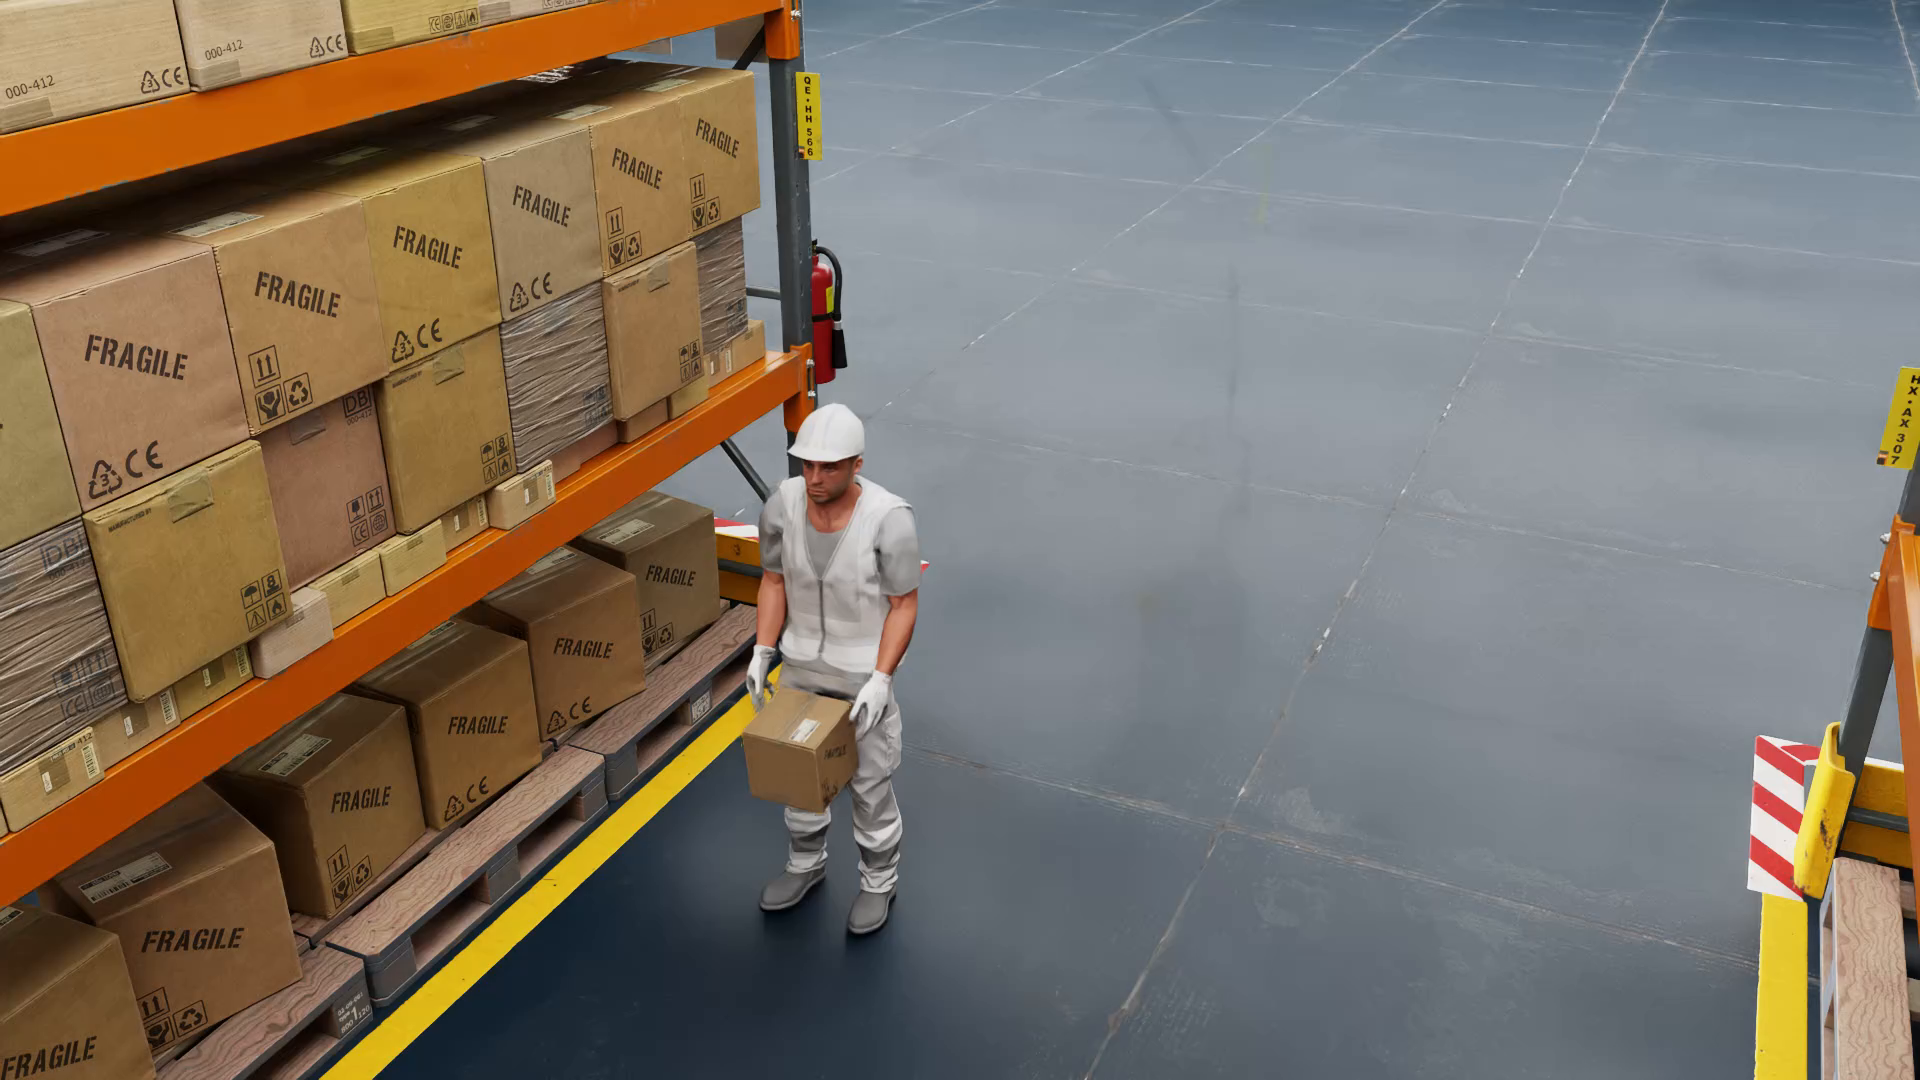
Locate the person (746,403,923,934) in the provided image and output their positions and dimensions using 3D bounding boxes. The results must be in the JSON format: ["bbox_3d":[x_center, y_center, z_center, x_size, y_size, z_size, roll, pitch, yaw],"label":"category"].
[{"bbox_3d":[-0.389,0.414,5.231,0.537,1.790,0.437,11,28,21],"label":"person"}]
